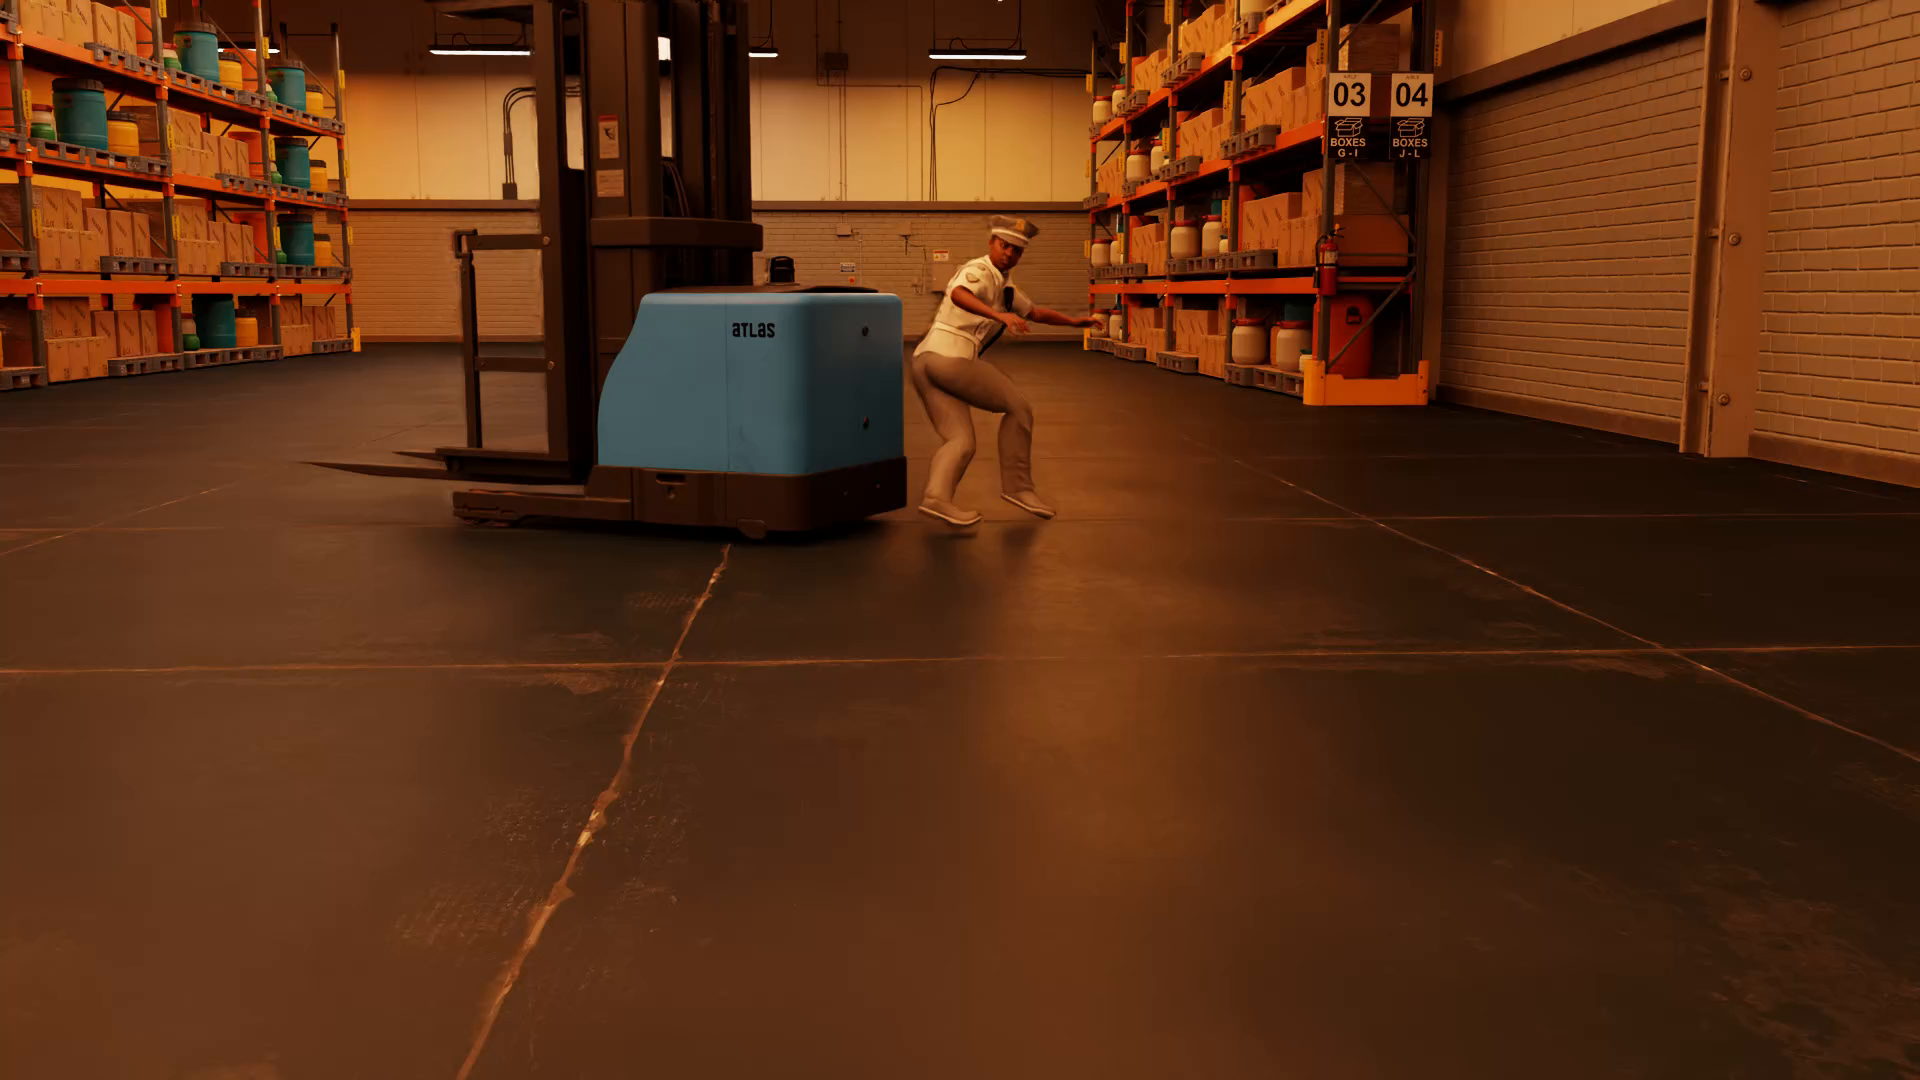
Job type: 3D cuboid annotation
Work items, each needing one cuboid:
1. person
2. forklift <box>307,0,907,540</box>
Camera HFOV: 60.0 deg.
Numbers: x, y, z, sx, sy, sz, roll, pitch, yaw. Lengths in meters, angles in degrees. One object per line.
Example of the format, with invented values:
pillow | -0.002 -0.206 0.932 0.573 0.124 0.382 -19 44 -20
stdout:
person | 0.245 -0.790 7.806 0.972 1.453 0.886 -2 9 -11
forklift | -1.811 -1.573 7.925 3.031 2.935 1.130 4 9 25
